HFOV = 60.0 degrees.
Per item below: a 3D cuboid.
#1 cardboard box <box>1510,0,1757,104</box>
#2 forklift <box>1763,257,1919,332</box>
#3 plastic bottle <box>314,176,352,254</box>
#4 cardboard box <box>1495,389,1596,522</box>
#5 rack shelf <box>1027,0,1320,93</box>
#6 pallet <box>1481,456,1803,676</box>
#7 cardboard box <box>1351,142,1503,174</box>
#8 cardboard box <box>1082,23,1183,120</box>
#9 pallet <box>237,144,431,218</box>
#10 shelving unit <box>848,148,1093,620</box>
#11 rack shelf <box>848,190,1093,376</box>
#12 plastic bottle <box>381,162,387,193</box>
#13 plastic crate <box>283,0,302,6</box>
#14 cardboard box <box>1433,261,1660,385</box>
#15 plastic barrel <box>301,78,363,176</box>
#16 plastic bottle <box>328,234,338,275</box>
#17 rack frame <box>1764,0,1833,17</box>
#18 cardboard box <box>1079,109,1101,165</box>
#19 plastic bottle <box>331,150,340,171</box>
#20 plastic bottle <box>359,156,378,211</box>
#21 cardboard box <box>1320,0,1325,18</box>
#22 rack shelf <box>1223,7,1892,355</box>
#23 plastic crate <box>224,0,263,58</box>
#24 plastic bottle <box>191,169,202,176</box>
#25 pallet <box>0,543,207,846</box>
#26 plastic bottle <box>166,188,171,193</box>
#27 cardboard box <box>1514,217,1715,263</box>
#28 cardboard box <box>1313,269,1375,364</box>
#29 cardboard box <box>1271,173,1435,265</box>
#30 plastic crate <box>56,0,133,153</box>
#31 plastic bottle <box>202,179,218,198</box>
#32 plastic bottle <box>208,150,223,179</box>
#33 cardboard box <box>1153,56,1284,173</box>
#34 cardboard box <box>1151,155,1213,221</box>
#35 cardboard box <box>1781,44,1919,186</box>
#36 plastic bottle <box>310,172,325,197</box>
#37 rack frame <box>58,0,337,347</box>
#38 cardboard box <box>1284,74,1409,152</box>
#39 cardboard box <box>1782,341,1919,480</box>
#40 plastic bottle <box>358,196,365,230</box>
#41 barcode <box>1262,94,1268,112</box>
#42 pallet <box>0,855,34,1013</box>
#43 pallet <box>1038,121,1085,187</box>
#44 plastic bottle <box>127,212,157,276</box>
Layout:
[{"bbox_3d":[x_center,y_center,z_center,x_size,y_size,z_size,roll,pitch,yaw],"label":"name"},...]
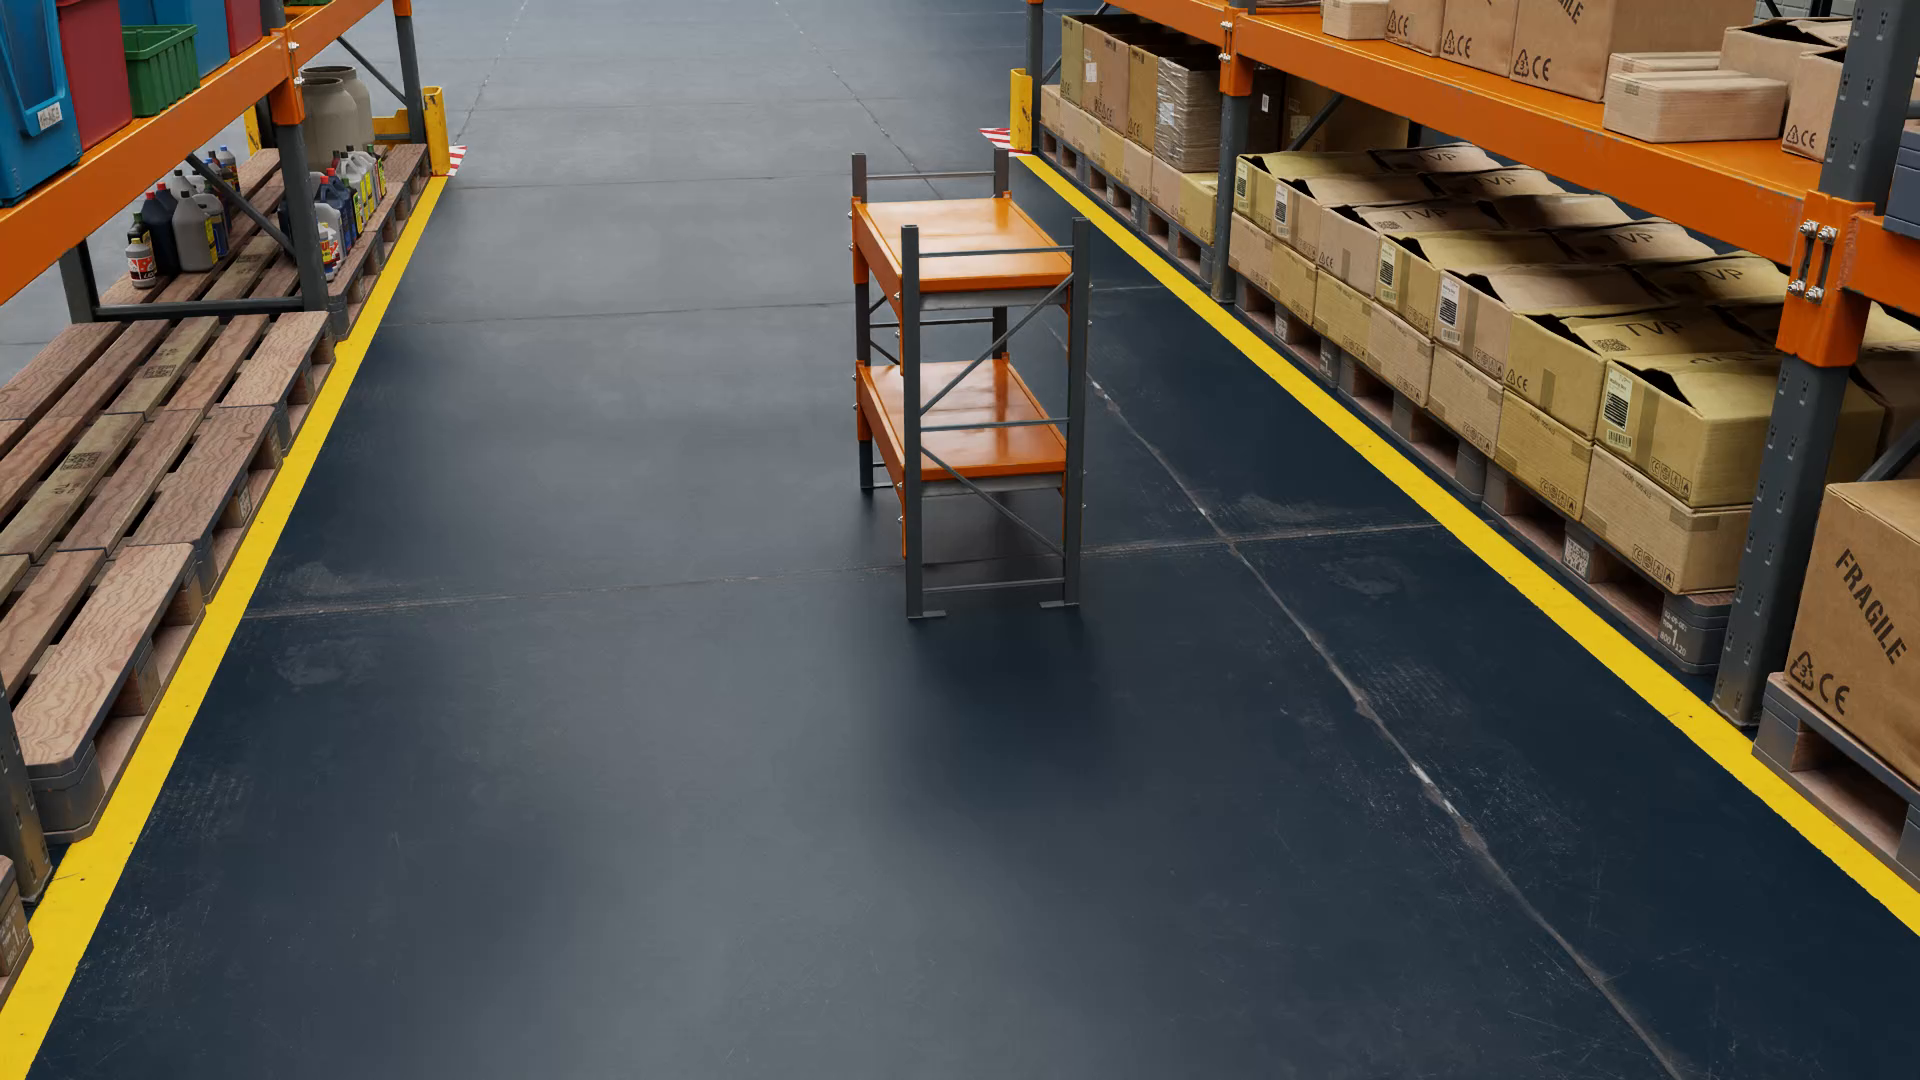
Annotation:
[{"bbox_3d":[2.101,-1.663,5.186,0.500,0.500,0.500,-6,24,-13],"label":"cardboard box"},{"bbox_3d":[4.543,-1.936,6.020,1.130,2.935,3.031,-5,24,-11],"label":"forklift"},{"bbox_3d":[-2.923,-1.503,7.703,0.144,0.351,0.185,-4,24,-8],"label":"plastic bottle"},{"bbox_3d":[1.991,-0.283,5.060,0.500,0.250,0.500,-5,24,-10],"label":"cardboard box"},{"bbox_3d":[1.317,-2.989,9.245,1.077,0.370,4.000,-4,24,-10],"label":"rack shelf"},{"bbox_3d":[2.313,-0.008,5.004,1.003,0.211,1.213,-4,24,-10],"label":"pallet"},{"bbox_3d":[2.044,-1.583,7.338,0.500,0.311,0.500,-4,24,-10],"label":"cardboard box"},{"bbox_3d":[1.027,-2.762,9.800,0.500,0.500,0.500,-4,24,-10],"label":"cardboard box"},{"bbox_3d":[-3.716,-2.116,9.831,1.003,0.211,1.213,-4,24,-10],"label":"pallet"},{"bbox_3d":[0.001,-0.513,5.019,0.538,1.125,1.048,-4,24,-10],"label":"shelving unit"},{"bbox_3d":[0.001,-0.781,4.902,0.538,0.278,1.000,-4,24,-10],"label":"rack shelf"},{"bbox_3d":[-3.151,-1.970,8.959,0.097,0.201,0.097,0,24,0],"label":"plastic bottle"},{"bbox_3d":[-3.153,-2.354,6.969,0.767,0.338,0.504,-4,24,-10],"label":"plastic crate"},{"bbox_3d":[1.895,-0.739,5.404,0.500,0.311,0.500,-4,24,-10],"label":"cardboard box"},{"bbox_3d":[-3.632,-2.342,9.449,0.421,0.512,0.421,0,24,0],"label":"plastic barrel"},{"bbox_3d":[-2.828,-1.284,7.389,0.097,0.201,0.097,0,24,0],"label":"plastic bottle"},{"bbox_3d":[5.815,-4.474,11.745,1.000,3.000,0.127,-4,24,-10],"label":"rack frame"},{"bbox_3d":[1.016,-2.417,9.948,0.500,0.250,0.500,-4,24,-10],"label":"cardboard box"},{"bbox_3d":[-3.236,-1.898,8.692,0.061,0.283,0.133,-4,24,-10],"label":"plastic bottle"},{"bbox_3d":[-3.105,-1.848,8.587,0.152,0.276,0.135,-5,24,-11],"label":"plastic bottle"},{"bbox_3d":[1.821,-2.273,6.894,0.500,0.250,0.500,-3,24,-6],"label":"cardboard box"},{"bbox_3d":[2.057,-1.416,5.643,1.077,0.370,4.000,-4,24,-10],"label":"rack shelf"},{"bbox_3d":[-2.791,-2.029,6.067,0.402,0.464,0.583,-4,24,-10],"label":"plastic crate"},{"bbox_3d":[-3.773,-1.702,8.257,0.097,0.271,0.097,0,24,0],"label":"plastic bottle"},{"bbox_3d":[-2.547,0.377,4.124,1.003,0.211,1.213,-4,24,-10],"label":"pallet"},{"bbox_3d":[-3.690,-1.492,7.763,0.061,0.283,0.133,-3,24,-6],"label":"plastic bottle"},{"bbox_3d":[2.325,-0.985,5.967,0.500,0.311,0.500,-5,24,-10],"label":"cardboard box"},{"bbox_3d":[1.710,-0.883,6.434,0.500,0.250,0.500,-5,24,-11],"label":"cardboard box"},{"bbox_3d":[1.606,-1.343,6.788,0.500,0.311,0.500,-5,24,-10],"label":"cardboard box"},{"bbox_3d":[-2.440,-1.281,4.356,0.402,0.464,0.583,-4,24,-10],"label":"plastic crate"},{"bbox_3d":[-3.583,-1.576,7.955,0.061,0.283,0.133,-4,24,-10],"label":"plastic bottle"},{"bbox_3d":[-3.868,-1.871,8.629,0.061,0.283,0.133,-4,24,-9],"label":"plastic bottle"},{"bbox_3d":[1.306,-2.172,8.449,0.500,0.500,0.500,-4,24,-10],"label":"cardboard box"},{"bbox_3d":[1.304,-1.828,8.599,0.500,0.250,0.500,-4,24,-10],"label":"cardboard box"},{"bbox_3d":[2.402,-1.064,4.050,0.500,0.311,0.500,-3,24,-6],"label":"cardboard box"},{"bbox_3d":[-3.177,-1.689,8.223,0.152,0.276,0.135,-4,24,-10],"label":"plastic bottle"},{"bbox_3d":[-3.181,-2.167,6.464,1.000,3.000,0.127,-4,24,-10],"label":"rack frame"},{"bbox_3d":[1.909,-2.014,8.087,0.500,0.500,0.500,-4,24,-10],"label":"cardboard box"},{"bbox_3d":[2.619,-0.376,4.573,0.500,0.311,0.500,-4,24,-8],"label":"cardboard box"},{"bbox_3d":[-2.987,-1.622,8.162,0.097,0.201,0.097,0,24,0],"label":"plastic bottle"},{"bbox_3d":[1.325,-1.897,7.220,0.001,0.075,0.075,-4,24,-10],"label":"barcode"},{"bbox_3d":[-2.255,0.991,2.717,1.003,0.211,1.213,-4,24,-10],"label":"pallet"},{"bbox_3d":[1.130,-2.530,10.779,1.003,0.211,1.213,-4,24,-10],"label":"pallet"},{"bbox_3d":[-3.595,-1.289,7.297,0.061,0.283,0.133,-3,24,-7],"label":"plastic bottle"}]
